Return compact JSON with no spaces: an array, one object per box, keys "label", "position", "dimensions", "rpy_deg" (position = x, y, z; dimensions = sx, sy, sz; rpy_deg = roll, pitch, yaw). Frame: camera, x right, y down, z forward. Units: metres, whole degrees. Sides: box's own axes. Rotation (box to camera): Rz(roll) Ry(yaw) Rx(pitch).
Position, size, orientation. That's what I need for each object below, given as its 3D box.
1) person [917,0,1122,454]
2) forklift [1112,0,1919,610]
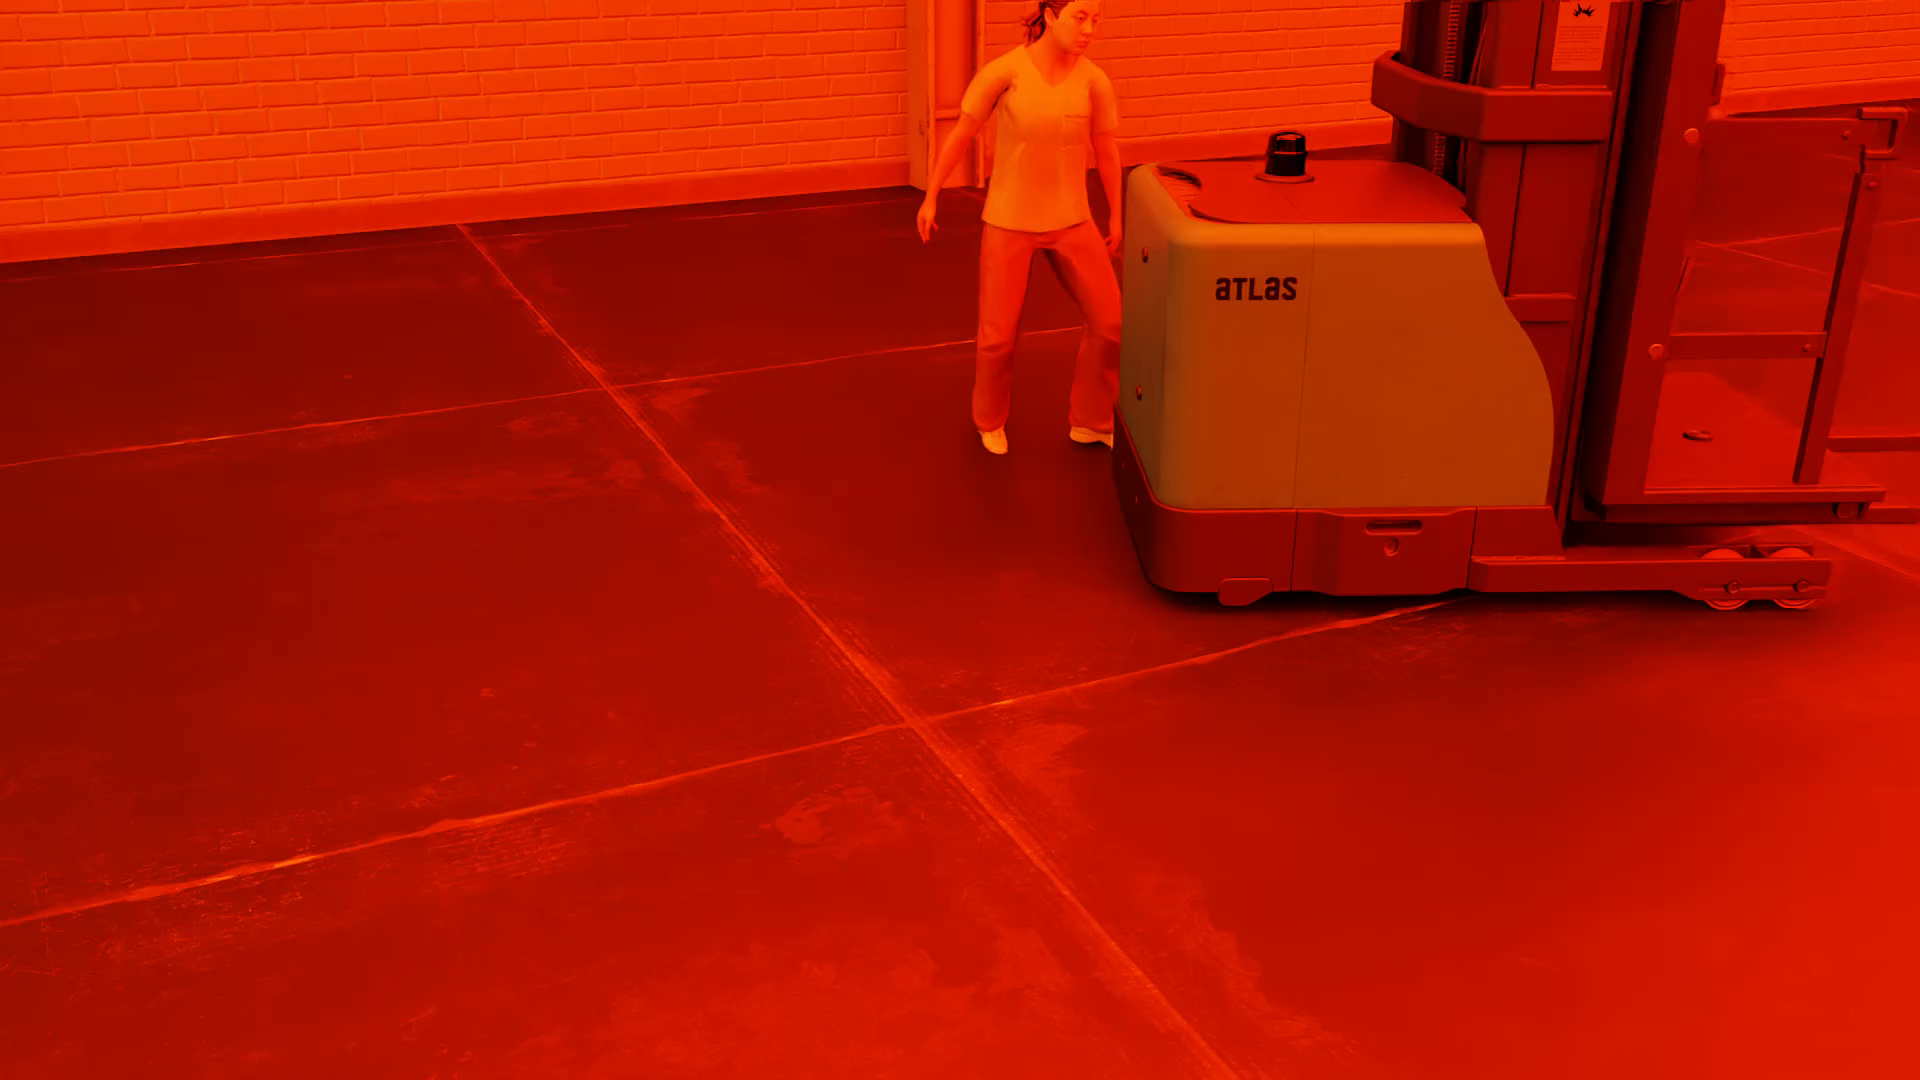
[{"label":"person","position":[0.262,-1.066,5.618],"dimensions":[0.814,1.648,0.443],"rpy_deg":[-3,23,-6]},{"label":"forklift","position":[2.026,-1.361,4.563],"dimensions":[3.031,2.935,1.130],"rpy_deg":[-1,23,-2]}]
